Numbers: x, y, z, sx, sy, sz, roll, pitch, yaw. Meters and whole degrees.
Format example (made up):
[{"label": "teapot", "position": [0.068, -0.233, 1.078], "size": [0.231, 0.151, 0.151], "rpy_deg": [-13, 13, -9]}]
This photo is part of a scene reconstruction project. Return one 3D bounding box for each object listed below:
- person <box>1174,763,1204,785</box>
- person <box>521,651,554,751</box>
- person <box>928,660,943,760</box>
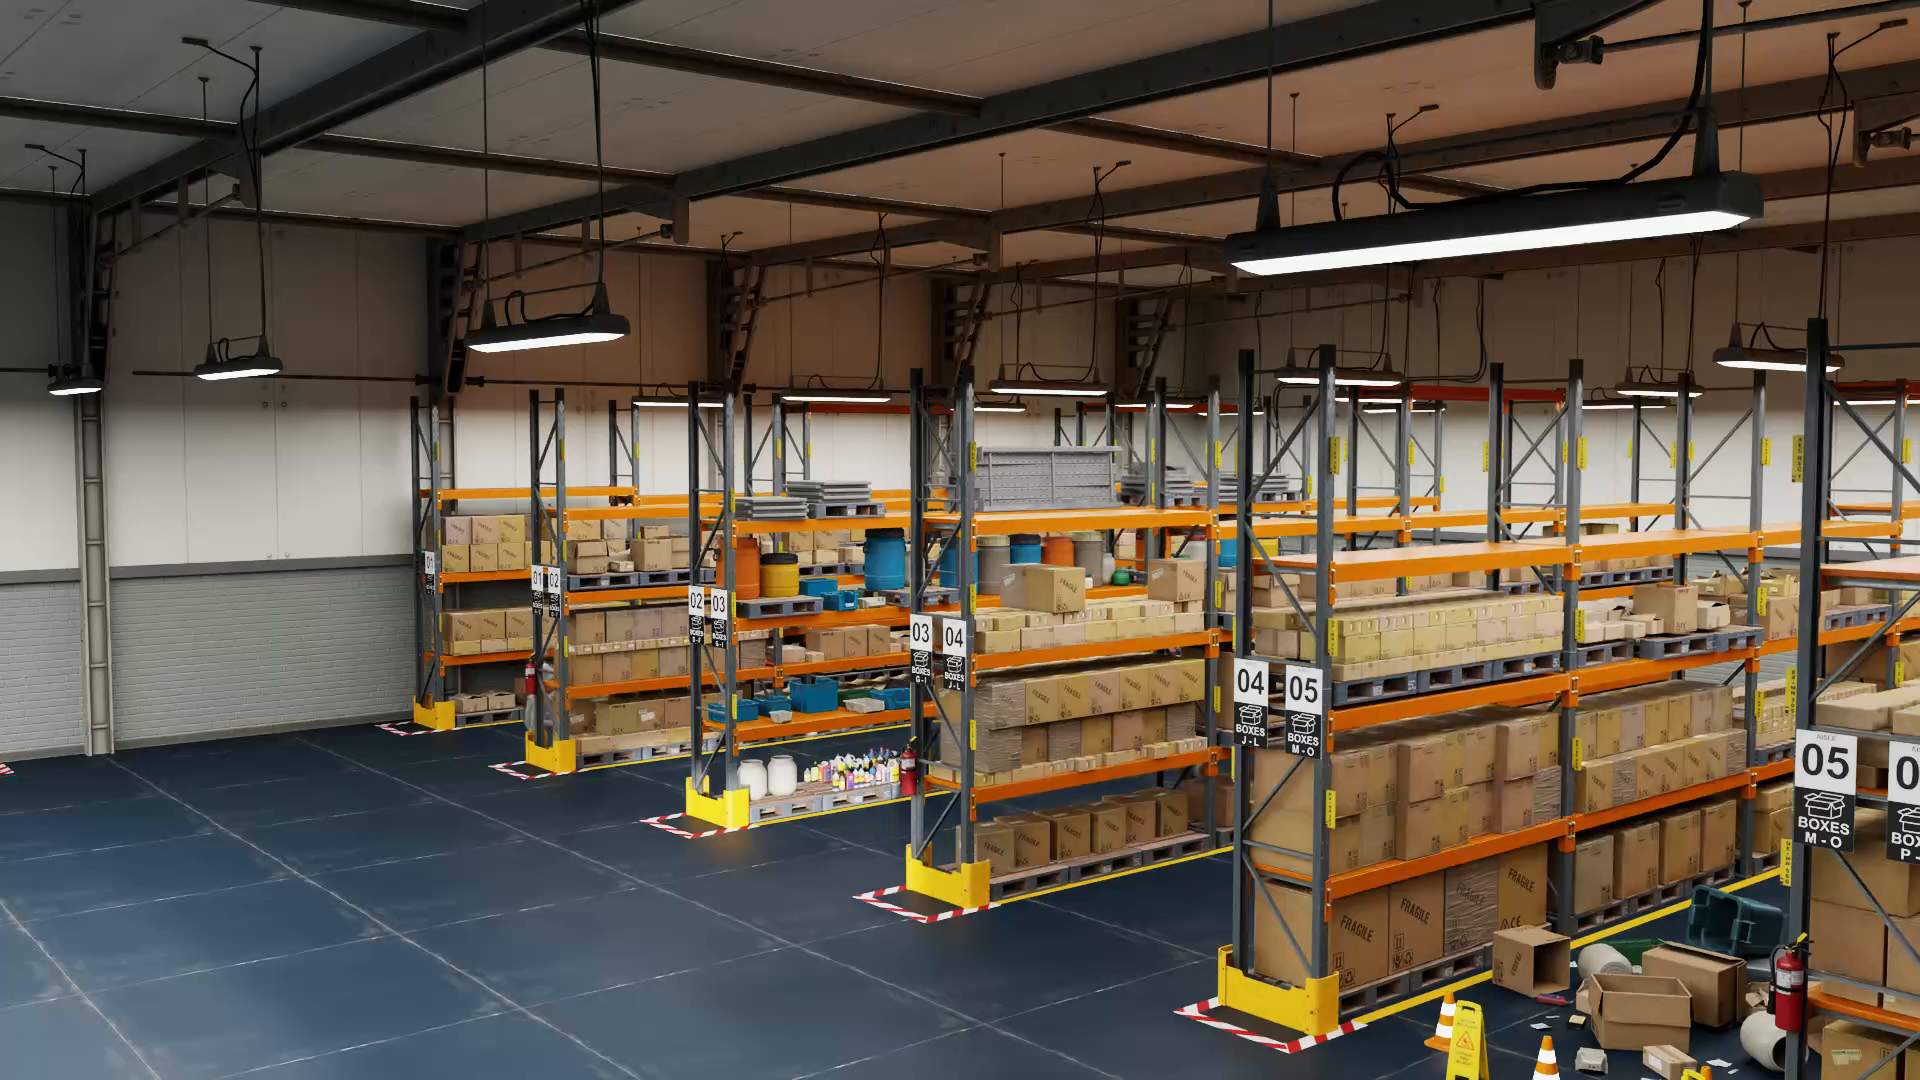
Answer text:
[{"label": "person", "position": [3.326, 2.915, 23.660], "size": [0.652, 1.717, 0.653], "rpy_deg": [3, 4, 41]}, {"label": "person", "position": [-6.998, 2.658, 27.909], "size": [0.653, 1.748, 0.715], "rpy_deg": [-3, 5, -42]}, {"label": "person", "position": [-0.344, 2.695, 26.996], "size": [0.669, 1.823, 0.751], "rpy_deg": [3, 4, 41]}]
